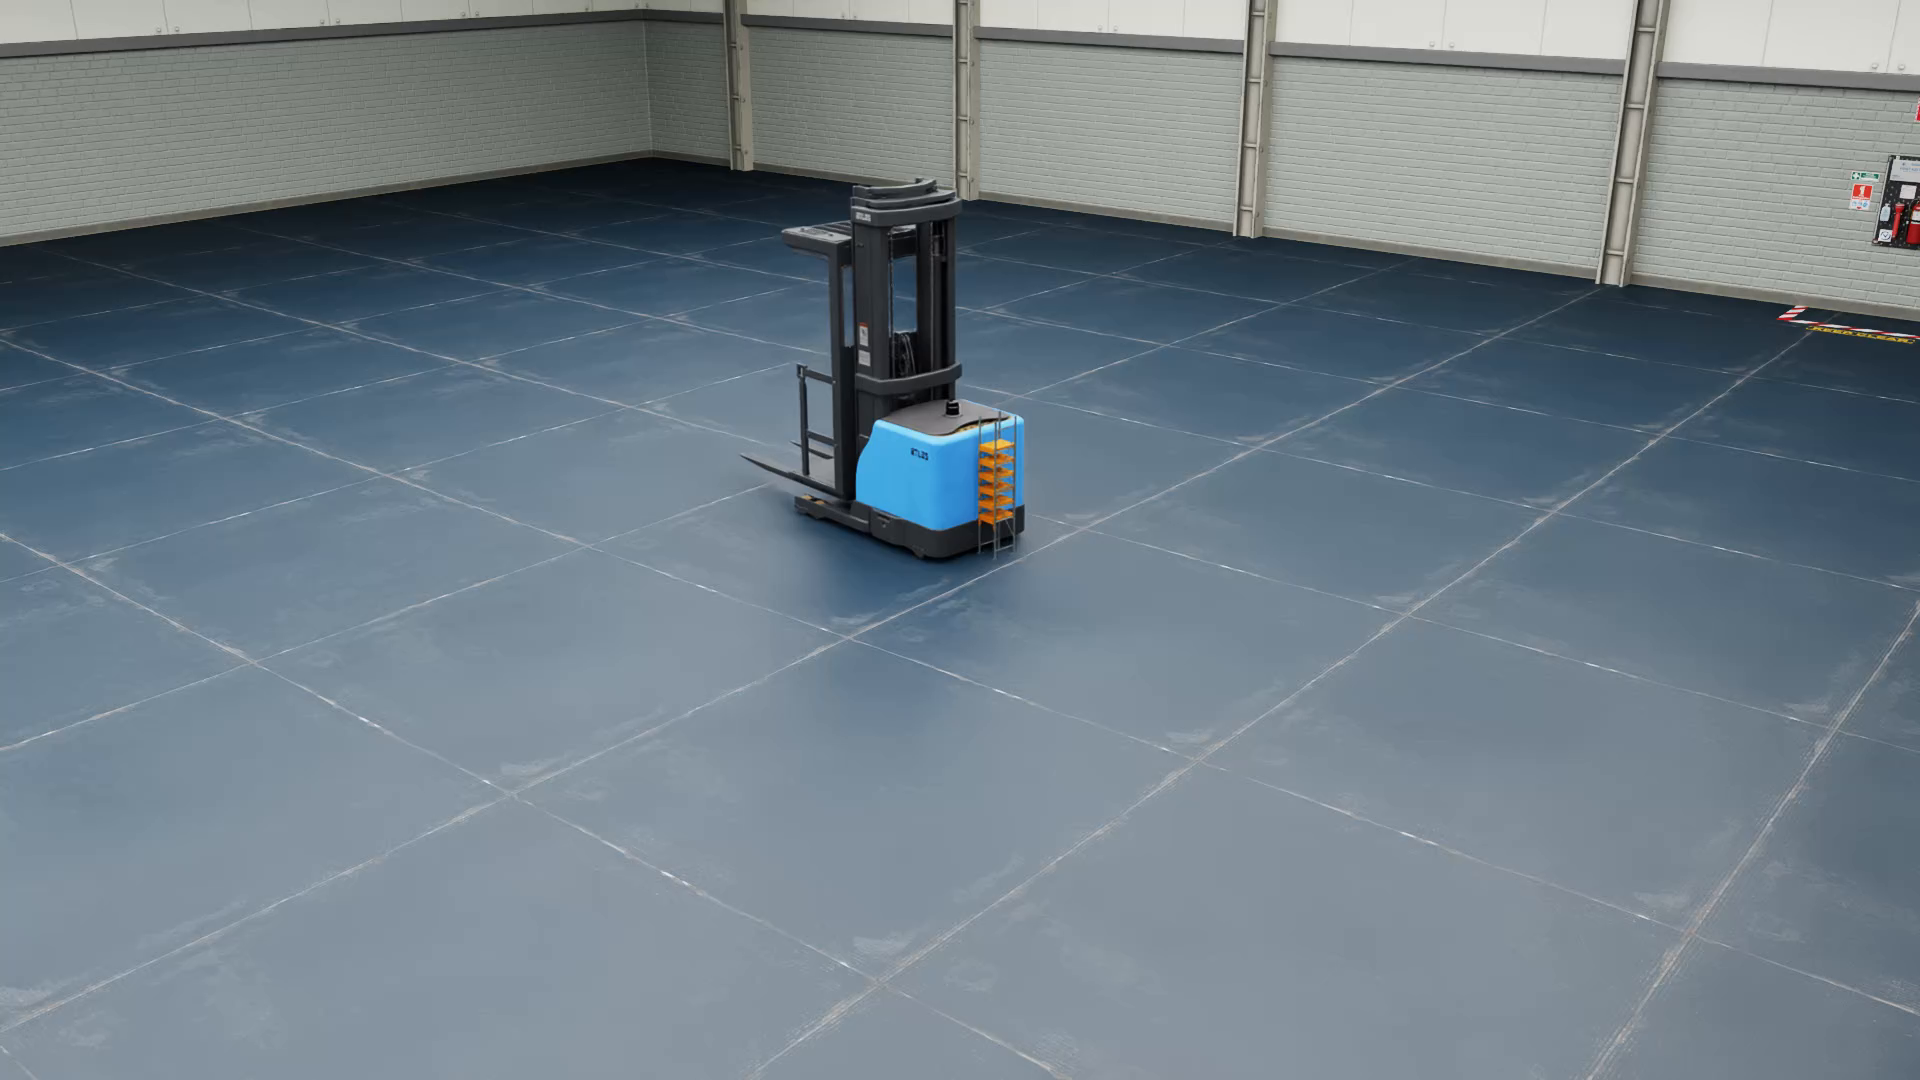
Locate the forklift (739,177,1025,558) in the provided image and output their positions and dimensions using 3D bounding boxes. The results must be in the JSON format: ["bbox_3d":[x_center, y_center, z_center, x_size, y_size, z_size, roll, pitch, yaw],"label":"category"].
[{"bbox_3d":[-0.816,-1.660,14.419,1.130,2.935,3.031,-18,27,-39],"label":"forklift"}]

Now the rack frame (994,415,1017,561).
[{"bbox_3d":[0.367,-0.417,13.577,0.240,1.200,0.006,-18,27,-39],"label":"rack frame"}]

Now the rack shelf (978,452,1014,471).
[{"bbox_3d":[0.305,-0.624,13.571,0.258,0.103,0.180,-18,27,-39],"label":"rack shelf"}]

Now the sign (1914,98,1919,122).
[{"bbox_3d":[12.230,-5.441,21.063,0.199,0.298,0.001,16,26,36],"label":"sign"}]

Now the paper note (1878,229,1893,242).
[{"bbox_3d":[12.079,-3.974,21.706,0.142,0.148,0.016,16,26,36],"label":"paper note"}]

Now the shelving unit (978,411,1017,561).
[{"bbox_3d":[0.305,-0.441,13.640,0.258,1.200,0.189,-18,27,-39],"label":"shelving unit"}]

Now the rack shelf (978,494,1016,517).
[{"bbox_3d":[0.305,-0.287,13.698,0.258,0.103,0.180,-18,27,-39],"label":"rack shelf"}]

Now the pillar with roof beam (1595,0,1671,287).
[{"bbox_3d":[6.693,-6.735,19.276,0.400,9.000,9.100,16,26,36],"label":"pillar with roof beam"}]

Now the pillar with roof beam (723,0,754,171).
[{"bbox_3d":[-7.252,-10.751,29.925,0.400,9.000,9.100,16,26,36],"label":"pillar with roof beam"}]

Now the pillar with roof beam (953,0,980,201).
[{"bbox_3d":[-2.604,-9.412,26.376,0.400,9.000,9.100,16,26,36],"label":"pillar with roof beam"}]

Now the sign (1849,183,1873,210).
[{"bbox_3d":[11.810,-4.496,21.791,0.234,0.329,0.001,16,26,36],"label":"sign"}]

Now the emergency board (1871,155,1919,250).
[{"bbox_3d":[12.173,-4.328,21.395,0.643,1.169,0.194,16,26,36],"label":"emergency board"}]

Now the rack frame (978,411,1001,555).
[{"bbox_3d":[0.243,-0.465,13.703,0.240,1.200,0.006,-18,27,-39],"label":"rack frame"}]

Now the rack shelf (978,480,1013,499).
[{"bbox_3d":[0.305,-0.400,13.656,0.258,0.103,0.180,-18,27,-39],"label":"rack shelf"}]

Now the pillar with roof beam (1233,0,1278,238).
[{"bbox_3d":[2.044,-8.073,22.826,0.400,9.000,9.100,16,26,36],"label":"pillar with roof beam"}]

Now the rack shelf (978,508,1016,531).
[{"bbox_3d":[0.305,-0.175,13.740,0.258,0.103,0.180,-18,27,-39],"label":"rack shelf"}]

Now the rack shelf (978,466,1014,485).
[{"bbox_3d":[0.305,-0.512,13.613,0.258,0.103,0.180,-18,27,-39],"label":"rack shelf"}]

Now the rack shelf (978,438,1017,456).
[{"bbox_3d":[0.305,-0.737,13.529,0.258,0.103,0.180,-18,27,-39],"label":"rack shelf"}]

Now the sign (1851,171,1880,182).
[{"bbox_3d":[11.808,-4.740,21.688,0.331,0.109,0.001,16,26,36],"label":"sign"}]
